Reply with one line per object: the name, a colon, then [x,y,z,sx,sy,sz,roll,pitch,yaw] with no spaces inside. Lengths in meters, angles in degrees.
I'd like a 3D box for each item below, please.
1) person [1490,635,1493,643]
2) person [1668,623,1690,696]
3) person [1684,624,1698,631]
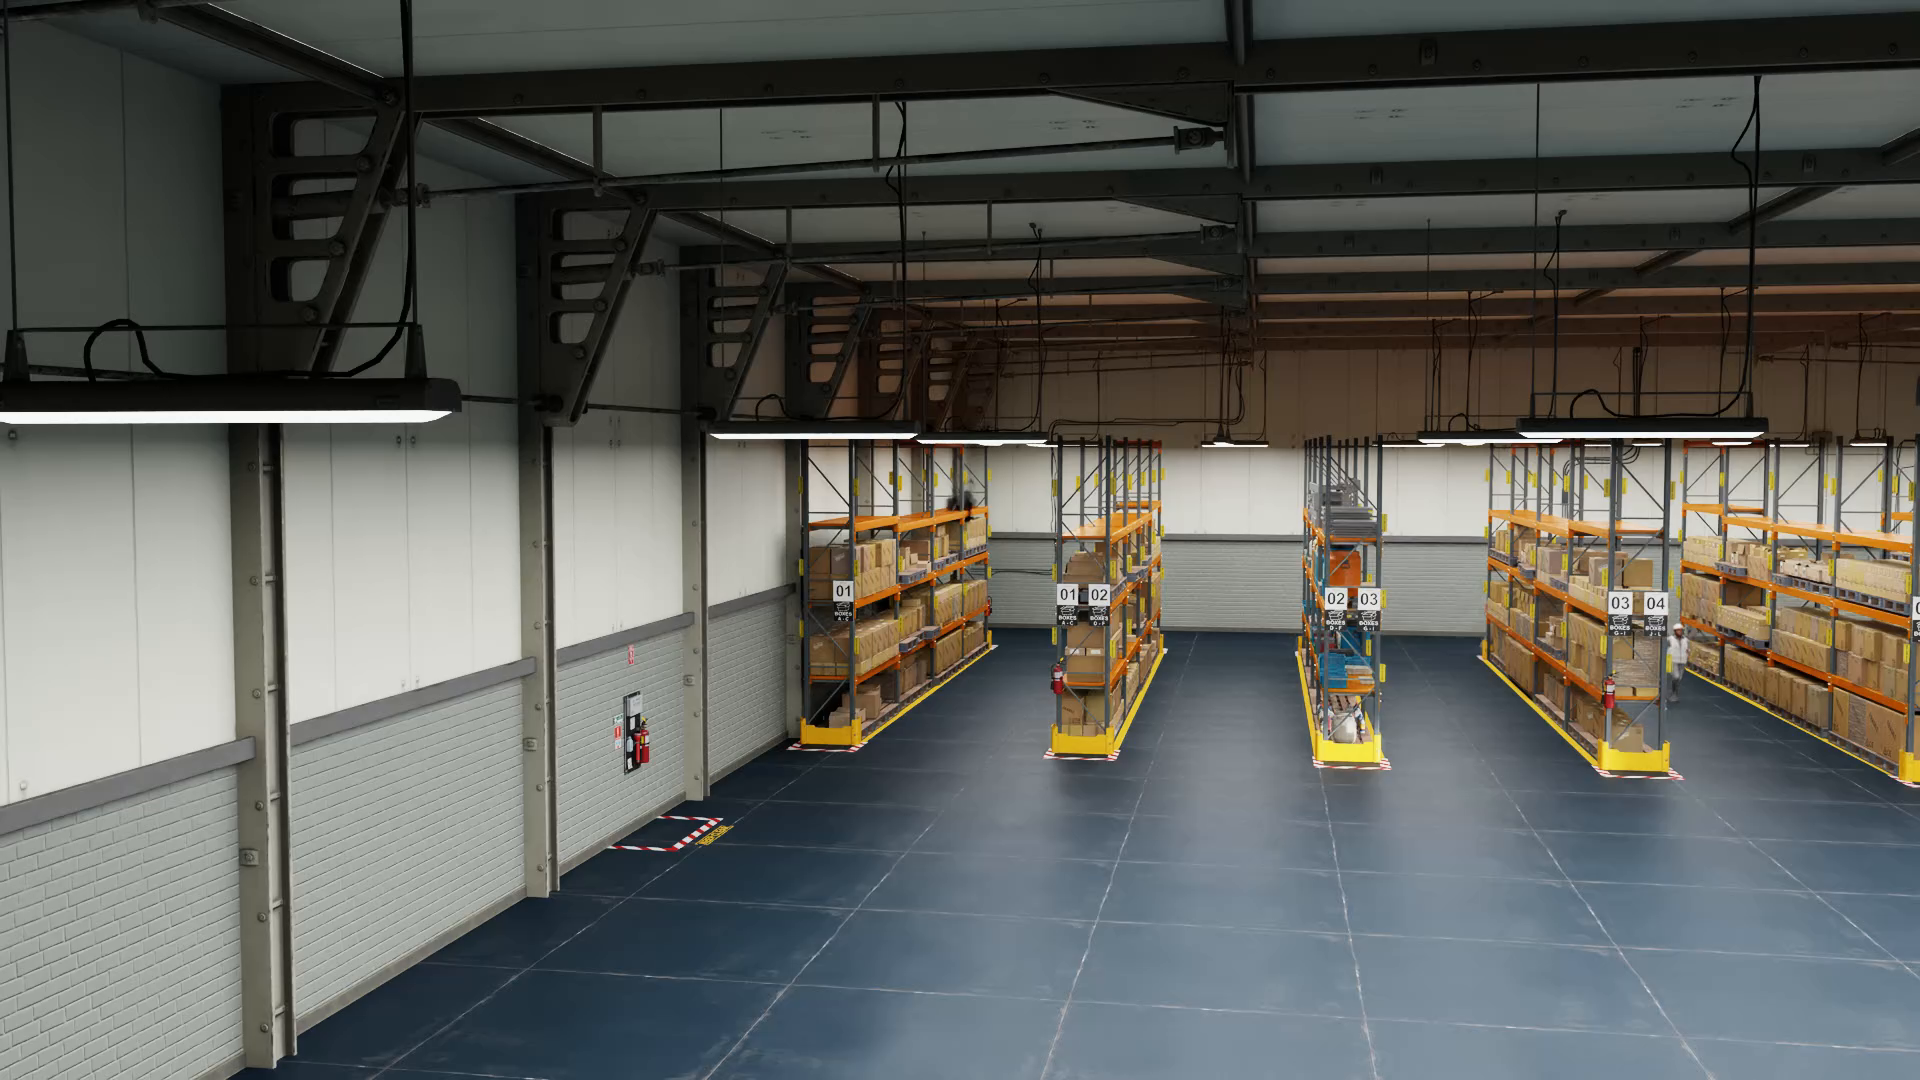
person: [15.057,2.277,46.542,0.795,1.612,0.676,1,3,25]
person: [16.294,2.727,37.816,0.493,1.658,0.751,0,3,-2]
person: [19.996,2.486,45.360,0.757,1.605,0.596,-1,3,-10]
